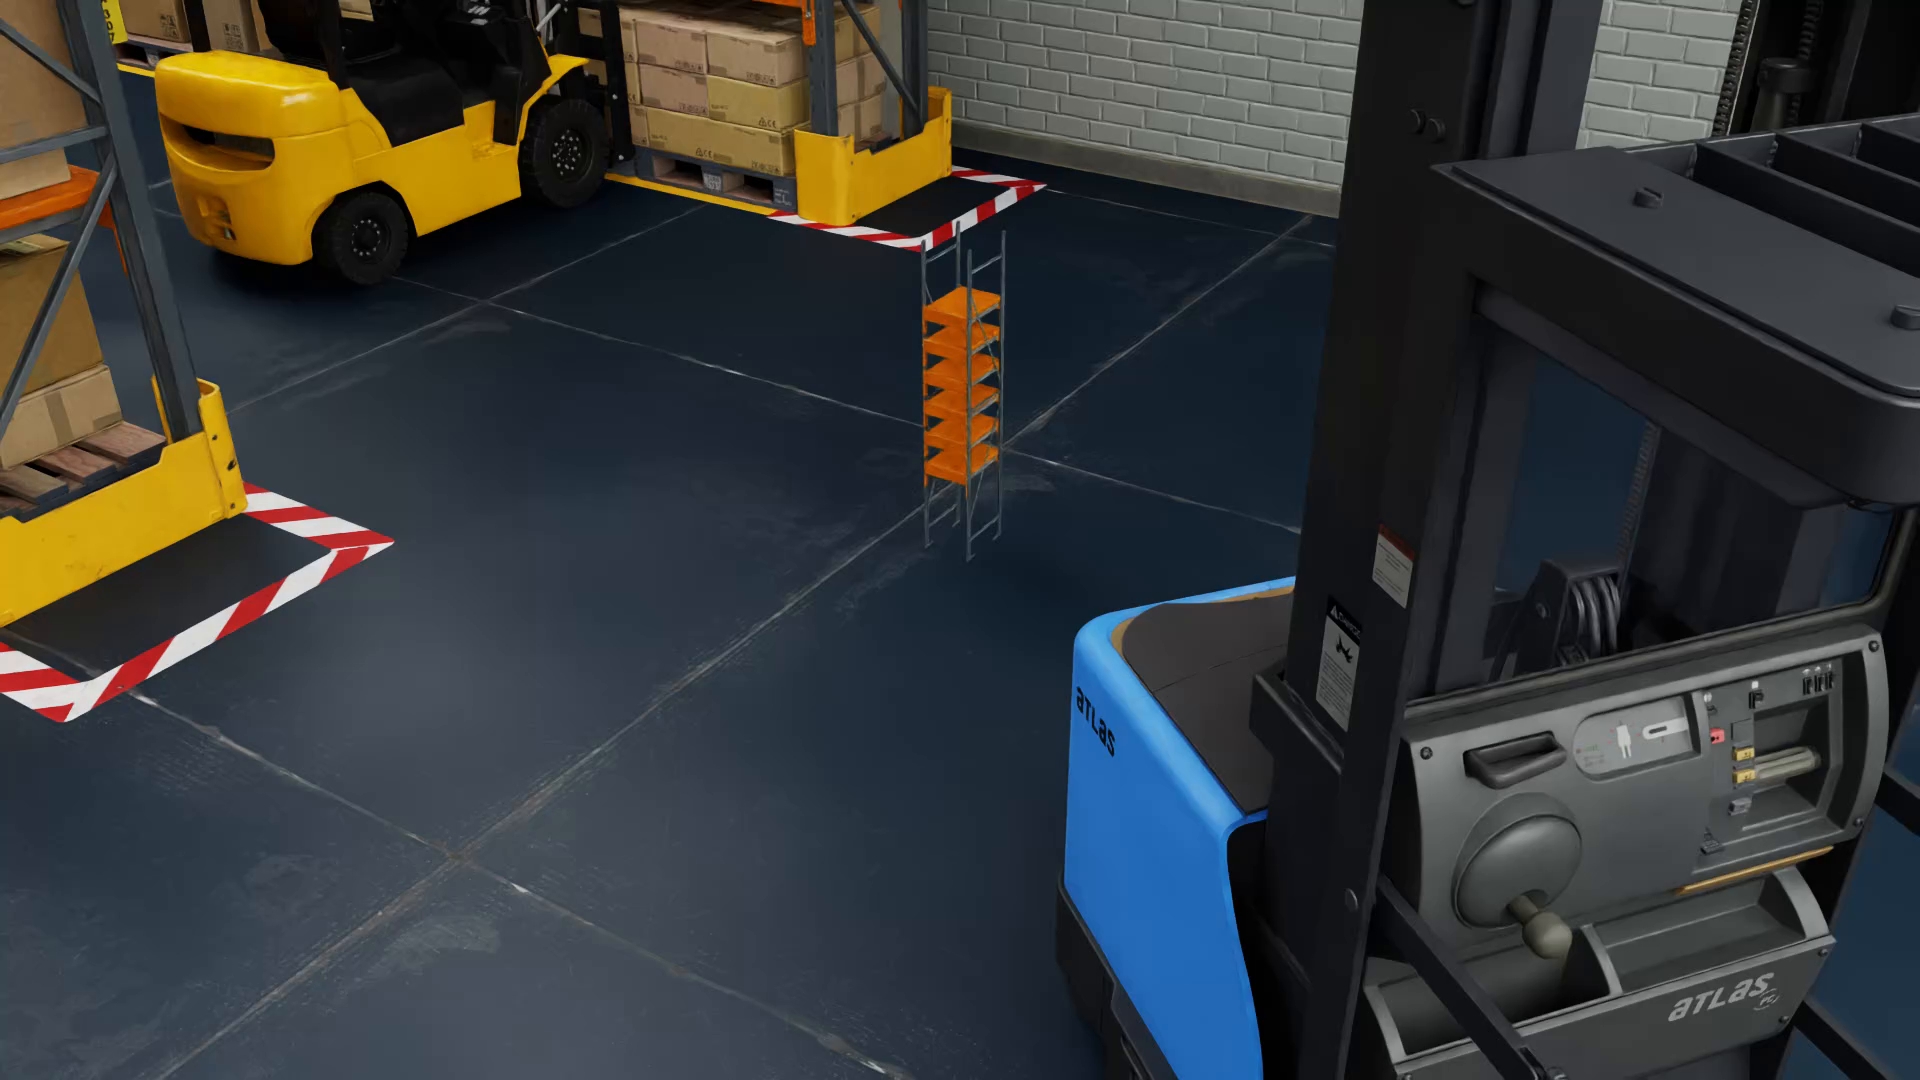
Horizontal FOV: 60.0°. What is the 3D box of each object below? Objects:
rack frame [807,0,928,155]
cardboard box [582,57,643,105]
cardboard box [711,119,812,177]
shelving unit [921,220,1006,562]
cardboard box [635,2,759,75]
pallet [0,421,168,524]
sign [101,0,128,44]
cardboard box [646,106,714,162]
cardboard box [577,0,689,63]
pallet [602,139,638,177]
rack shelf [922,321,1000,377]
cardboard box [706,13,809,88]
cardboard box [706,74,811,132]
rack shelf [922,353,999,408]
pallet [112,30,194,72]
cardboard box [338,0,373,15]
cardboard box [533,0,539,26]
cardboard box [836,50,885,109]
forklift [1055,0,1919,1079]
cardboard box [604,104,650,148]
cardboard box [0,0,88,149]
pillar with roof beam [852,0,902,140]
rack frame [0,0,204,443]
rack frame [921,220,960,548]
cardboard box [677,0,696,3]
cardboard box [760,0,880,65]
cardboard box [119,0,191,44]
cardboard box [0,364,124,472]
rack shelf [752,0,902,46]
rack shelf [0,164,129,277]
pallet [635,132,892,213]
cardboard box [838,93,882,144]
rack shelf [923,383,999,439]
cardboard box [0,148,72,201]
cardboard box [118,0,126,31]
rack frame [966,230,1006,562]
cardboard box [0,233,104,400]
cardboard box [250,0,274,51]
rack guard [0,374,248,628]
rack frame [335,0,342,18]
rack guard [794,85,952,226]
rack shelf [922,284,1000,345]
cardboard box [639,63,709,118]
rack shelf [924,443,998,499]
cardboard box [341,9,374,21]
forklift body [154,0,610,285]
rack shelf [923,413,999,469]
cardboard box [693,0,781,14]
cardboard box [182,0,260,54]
[{"bbox_3d":[-0.503,-3.327,8.975,0.127,3.000,1.000,18,35,27],"label":"rack frame"},{"bbox_3d":[-1.949,-2.801,9.891,0.500,0.250,0.500,17,34,26],"label":"cardboard box"},{"bbox_3d":[-1.069,-2.311,9.547,0.500,0.250,0.500,18,35,28],"label":"cardboard box"},{"bbox_3d":[0.012,-0.514,5.941,0.189,1.200,0.258,18,35,27],"label":"shelving unit"},{"bbox_3d":[-1.494,-2.877,9.524,0.500,0.250,0.500,18,35,28],"label":"cardboard box"},{"bbox_3d":[-3.872,-0.256,6.479,1.213,0.211,1.003,18,35,27],"label":"pallet"},{"bbox_3d":[-2.850,-1.813,5.521,0.005,0.325,0.100,18,35,27],"label":"sign"},{"bbox_3d":[-1.485,-2.449,9.782,0.500,0.250,0.500,18,35,27],"label":"cardboard box"},{"bbox_3d":[-1.927,-3.008,9.748,0.500,0.250,0.500,18,35,28],"label":"cardboard box"},{"bbox_3d":[-2.202,-2.636,10.559,1.213,0.211,1.003,18,35,27],"label":"pallet"},{"bbox_3d":[0.012,-0.683,5.842,0.180,0.103,0.258,18,35,27],"label":"rack shelf"},{"bbox_3d":[-1.058,-2.742,9.294,0.500,0.250,0.500,19,35,29],"label":"cardboard box"},{"bbox_3d":[-1.081,-2.533,9.431,0.500,0.250,0.500,17,34,27],"label":"cardboard box"},{"bbox_3d":[0.012,-0.580,5.903,0.180,0.103,0.258,18,35,27],"label":"rack shelf"},{"bbox_3d":[-5.573,-3.701,12.384,1.213,0.211,1.003,18,35,27],"label":"pallet"},{"bbox_3d":[-3.648,-3.560,10.696,0.500,0.250,0.500,17,34,27],"label":"cardboard box"},{"bbox_3d":[-2.352,-3.147,9.987,0.500,0.250,0.500,17,34,26],"label":"cardboard box"},{"bbox_3d":[-0.790,-2.751,9.804,0.500,0.250,0.500,18,35,28],"label":"cardboard box"},{"bbox_3d":[1.216,0.458,2.557,1.130,2.935,3.031,-10,32,-17],"label":"forklift"},{"bbox_3d":[-1.904,-2.586,10.019,0.500,0.250,0.500,18,35,28],"label":"cardboard box"},{"bbox_3d":[-3.392,-1.624,5.663,0.500,0.500,0.500,17,34,27],"label":"cardboard box"},{"bbox_3d":[-2.902,-4.652,5.293,0.400,9.000,9.100,18,35,27],"label":"pillar with roof beam"},{"bbox_3d":[-3.138,-1.207,5.342,0.127,3.000,1.000,18,35,27],"label":"rack frame"},{"bbox_3d":[-0.065,-0.539,5.983,0.006,1.200,0.240,18,35,27],"label":"rack frame"},{"bbox_3d":[-1.652,-3.233,10.134,0.500,0.250,0.500,17,34,27],"label":"cardboard box"},{"bbox_3d":[-0.809,-2.962,9.670,0.500,0.250,0.500,17,34,27],"label":"cardboard box"},{"bbox_3d":[-5.629,-4.100,12.242,0.625,0.625,0.875,16,34,25],"label":"cardboard box"},{"bbox_3d":[-3.675,-0.535,6.502,0.500,0.250,0.500,17,34,27],"label":"cardboard box"},{"bbox_3d":[-2.197,-3.552,10.075,4.000,0.370,1.077,18,35,27],"label":"rack shelf"},{"bbox_3d":[-4.832,-1.432,6.442,4.000,0.370,1.077,18,35,27],"label":"rack shelf"},{"bbox_3d":[-1.173,-2.309,9.999,1.213,0.211,1.003,18,35,27],"label":"pallet"},{"bbox_3d":[-0.815,-2.535,9.931,0.500,0.250,0.500,18,35,28],"label":"cardboard box"},{"bbox_3d":[0.012,-0.476,5.963,0.180,0.103,0.258,18,35,27],"label":"rack shelf"},{"bbox_3d":[-3.316,-1.278,5.713,0.250,0.149,0.380,18,35,28],"label":"cardboard box"},{"bbox_3d":[-6.200,-4.281,12.551,0.625,0.625,0.875,19,35,29],"label":"cardboard box"},{"bbox_3d":[0.090,-0.490,5.899,0.006,1.200,0.240,18,35,27],"label":"rack frame"},{"bbox_3d":[-3.695,-0.865,6.324,0.500,0.500,0.500,16,34,26],"label":"cardboard box"},{"bbox_3d":[-4.338,-3.689,11.536,0.625,0.625,0.875,19,35,29],"label":"cardboard box"},{"bbox_3d":[-3.203,-0.148,6.007,0.348,0.500,1.175,18,35,27],"label":"rack guard"},{"bbox_3d":[-3.891,-4.398,10.812,0.127,3.000,1.000,18,35,27],"label":"rack frame"},{"bbox_3d":[-0.482,-2.240,9.594,0.348,0.500,1.175,18,35,27],"label":"rack guard"},{"bbox_3d":[0.012,-0.787,5.782,0.180,0.103,0.258,18,35,27],"label":"rack shelf"},{"bbox_3d":[-1.500,-2.672,9.669,0.500,0.250,0.500,17,34,27],"label":"cardboard box"},{"bbox_3d":[0.012,-0.269,6.084,0.180,0.103,0.258,18,35,27],"label":"rack shelf"},{"bbox_3d":[-3.645,-3.346,10.825,0.500,0.250,0.500,17,34,27],"label":"cardboard box"},{"bbox_3d":[-3.079,-2.689,8.725,1.214,2.155,2.313,18,35,27],"label":"forklift body"},{"bbox_3d":[0.012,-0.372,6.024,0.180,0.103,0.258,18,35,27],"label":"rack shelf"},{"bbox_3d":[-1.234,-3.094,9.896,0.500,0.250,0.500,18,35,27],"label":"cardboard box"},{"bbox_3d":[-4.992,-3.900,11.898,0.625,0.625,0.875,17,34,27],"label":"cardboard box"}]
